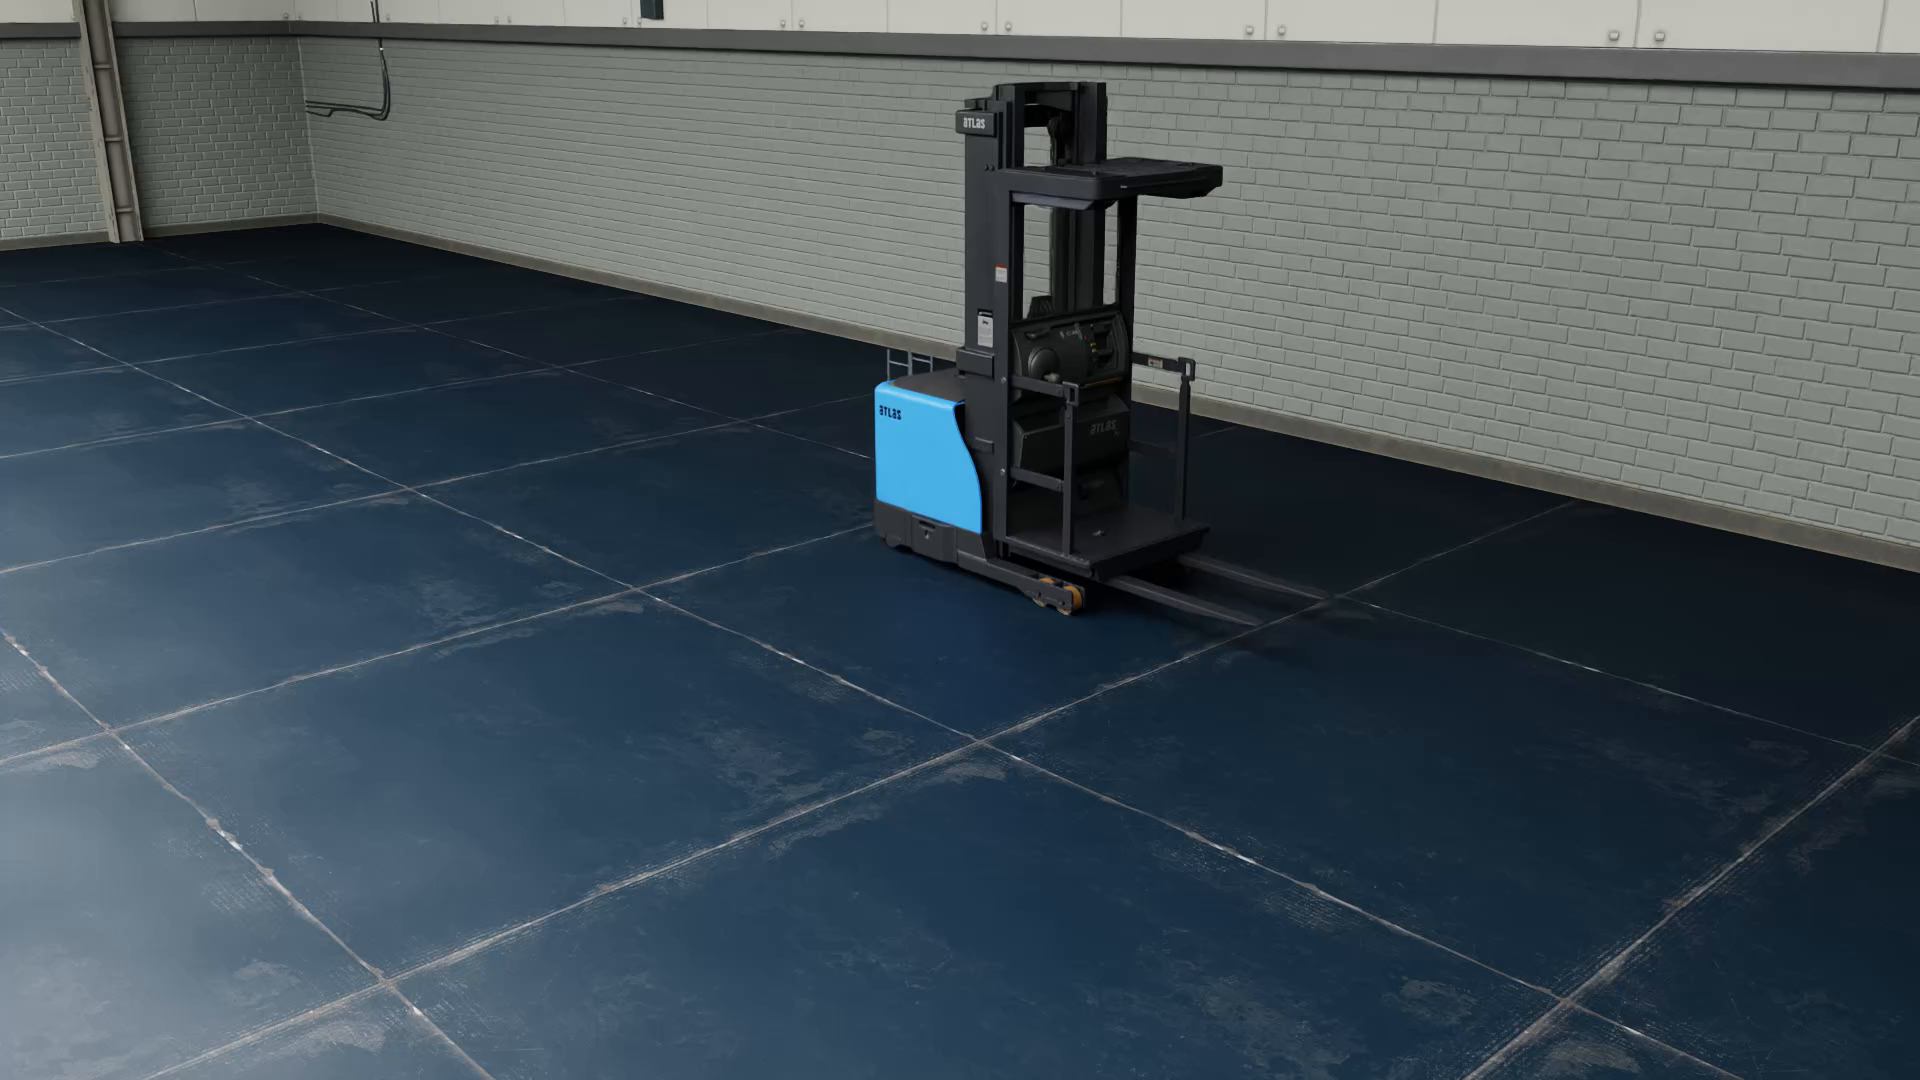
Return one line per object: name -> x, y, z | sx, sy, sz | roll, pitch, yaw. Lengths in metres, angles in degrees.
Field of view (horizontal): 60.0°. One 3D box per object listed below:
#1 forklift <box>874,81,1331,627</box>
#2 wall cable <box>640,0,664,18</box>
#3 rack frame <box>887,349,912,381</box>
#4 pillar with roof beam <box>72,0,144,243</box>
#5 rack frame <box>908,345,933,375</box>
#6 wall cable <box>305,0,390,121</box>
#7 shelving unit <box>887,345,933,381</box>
forklift -> 0.806, -1.139, 9.745 | 1.130, 2.935, 3.031 | -16, 24, -40
wall cable -> -2.812, -8.539, 17.216 | 0.169, 6.003, 2.305 | -16, 24, -41
rack frame -> -0.396, -0.669, 11.101 | 0.006, 1.200, 0.240 | -17, 24, -41
pillar with roof beam -> -9.414, -7.759, 20.326 | 0.400, 9.000, 9.100 | -16, 24, -41
rack frame -> -0.264, -0.708, 11.222 | 0.006, 1.200, 0.240 | -17, 24, -41
wall cable -> -9.323, -7.575, 24.792 | 0.112, 2.526, 3.097 | -16, 24, -41
shelving unit -> -0.330, -0.688, 11.162 | 0.189, 1.200, 0.258 | -17, 24, -41
